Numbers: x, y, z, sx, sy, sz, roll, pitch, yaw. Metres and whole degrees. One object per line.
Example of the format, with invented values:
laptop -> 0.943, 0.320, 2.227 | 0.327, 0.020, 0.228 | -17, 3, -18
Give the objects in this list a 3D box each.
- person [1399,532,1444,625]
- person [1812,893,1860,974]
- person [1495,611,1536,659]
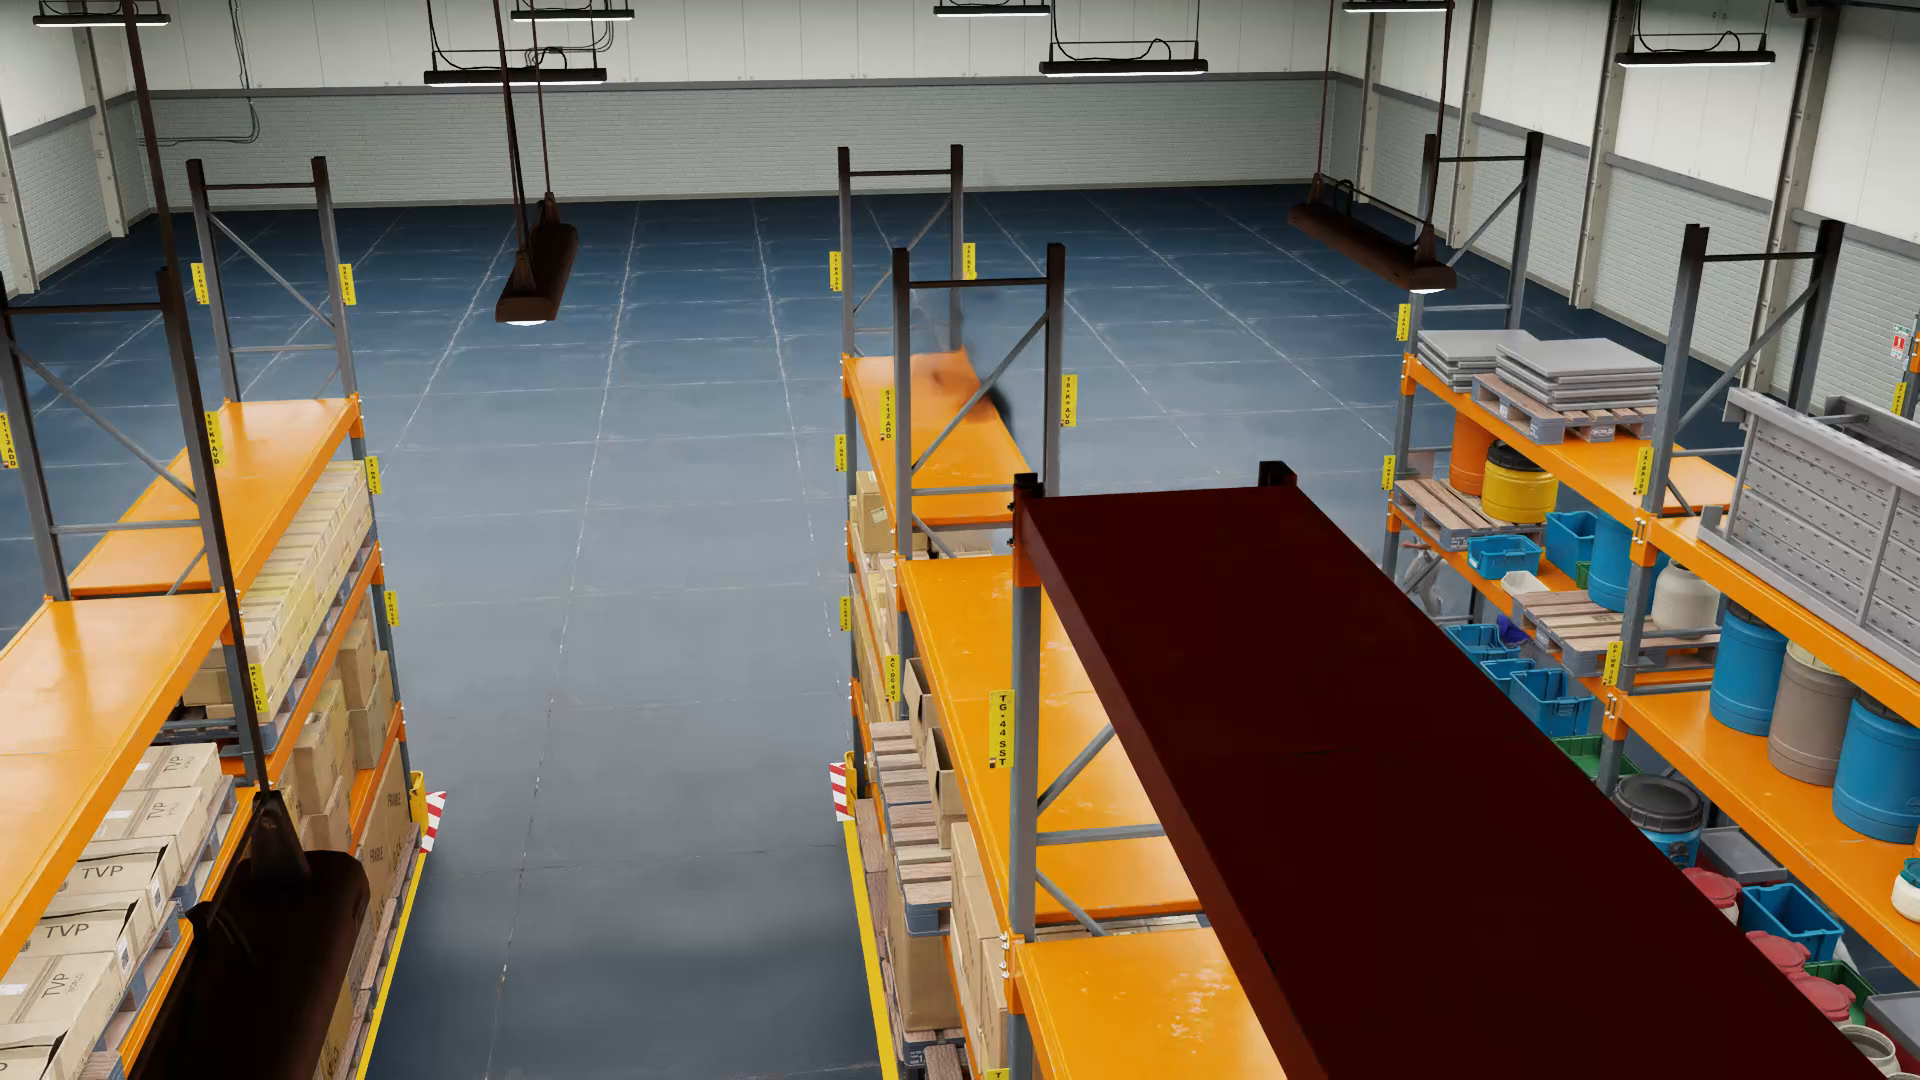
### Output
person -> 5.273, 0.190, 18.905 | 0.558, 1.663, 0.561 | 7, 23, 18
person -> 6.704, 2.648, 12.573 | 0.682, 1.781, 0.912 | -2, 22, -6
person -> 5.492, 1.176, 16.470 | 0.583, 1.674, 0.774 | -13, 25, -29
